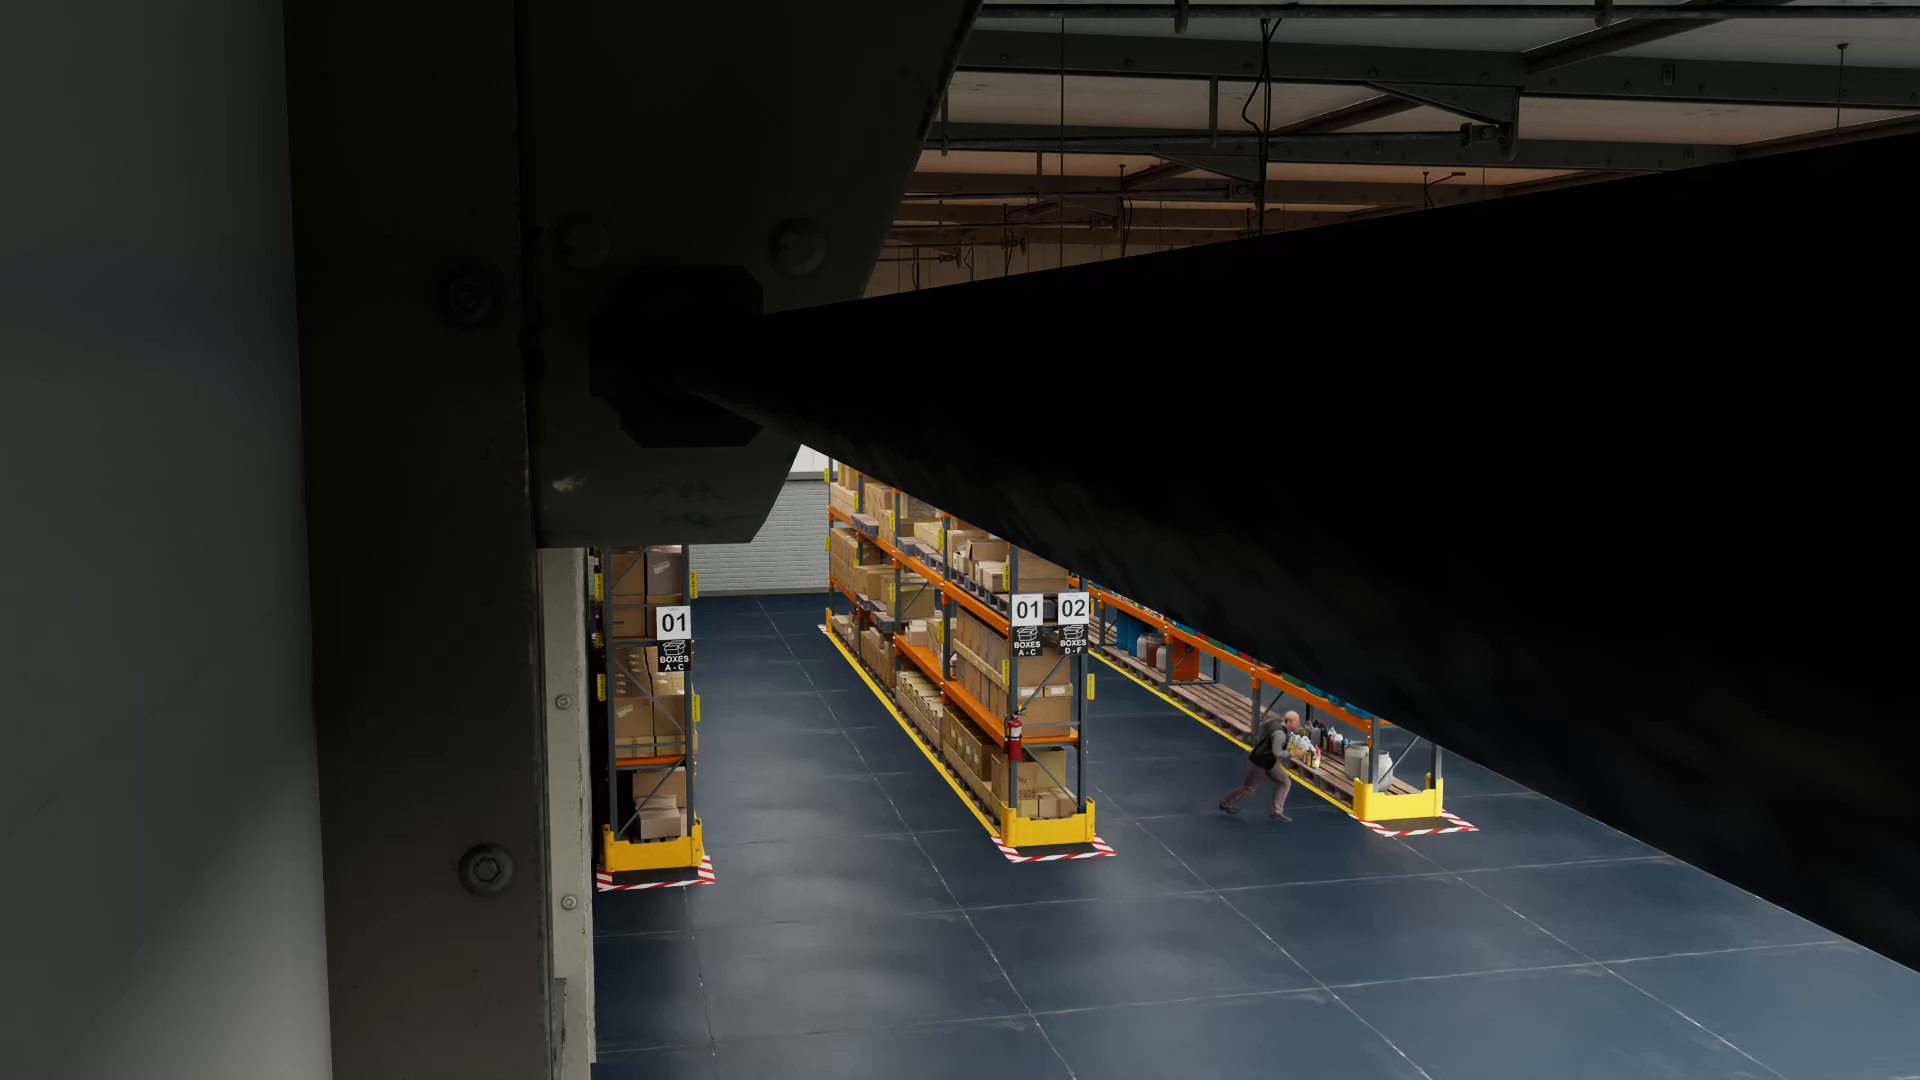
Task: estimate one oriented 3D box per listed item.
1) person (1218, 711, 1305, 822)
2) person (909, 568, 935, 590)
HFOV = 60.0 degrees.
[{"bbox_3d":[3.962,2.964,21.900,1.135,1.513,0.630,2,7,19],"label":"person"},{"bbox_3d":[-0.839,1.097,36.747,0.674,1.780,0.847,-1,7,-12],"label":"person"}]
